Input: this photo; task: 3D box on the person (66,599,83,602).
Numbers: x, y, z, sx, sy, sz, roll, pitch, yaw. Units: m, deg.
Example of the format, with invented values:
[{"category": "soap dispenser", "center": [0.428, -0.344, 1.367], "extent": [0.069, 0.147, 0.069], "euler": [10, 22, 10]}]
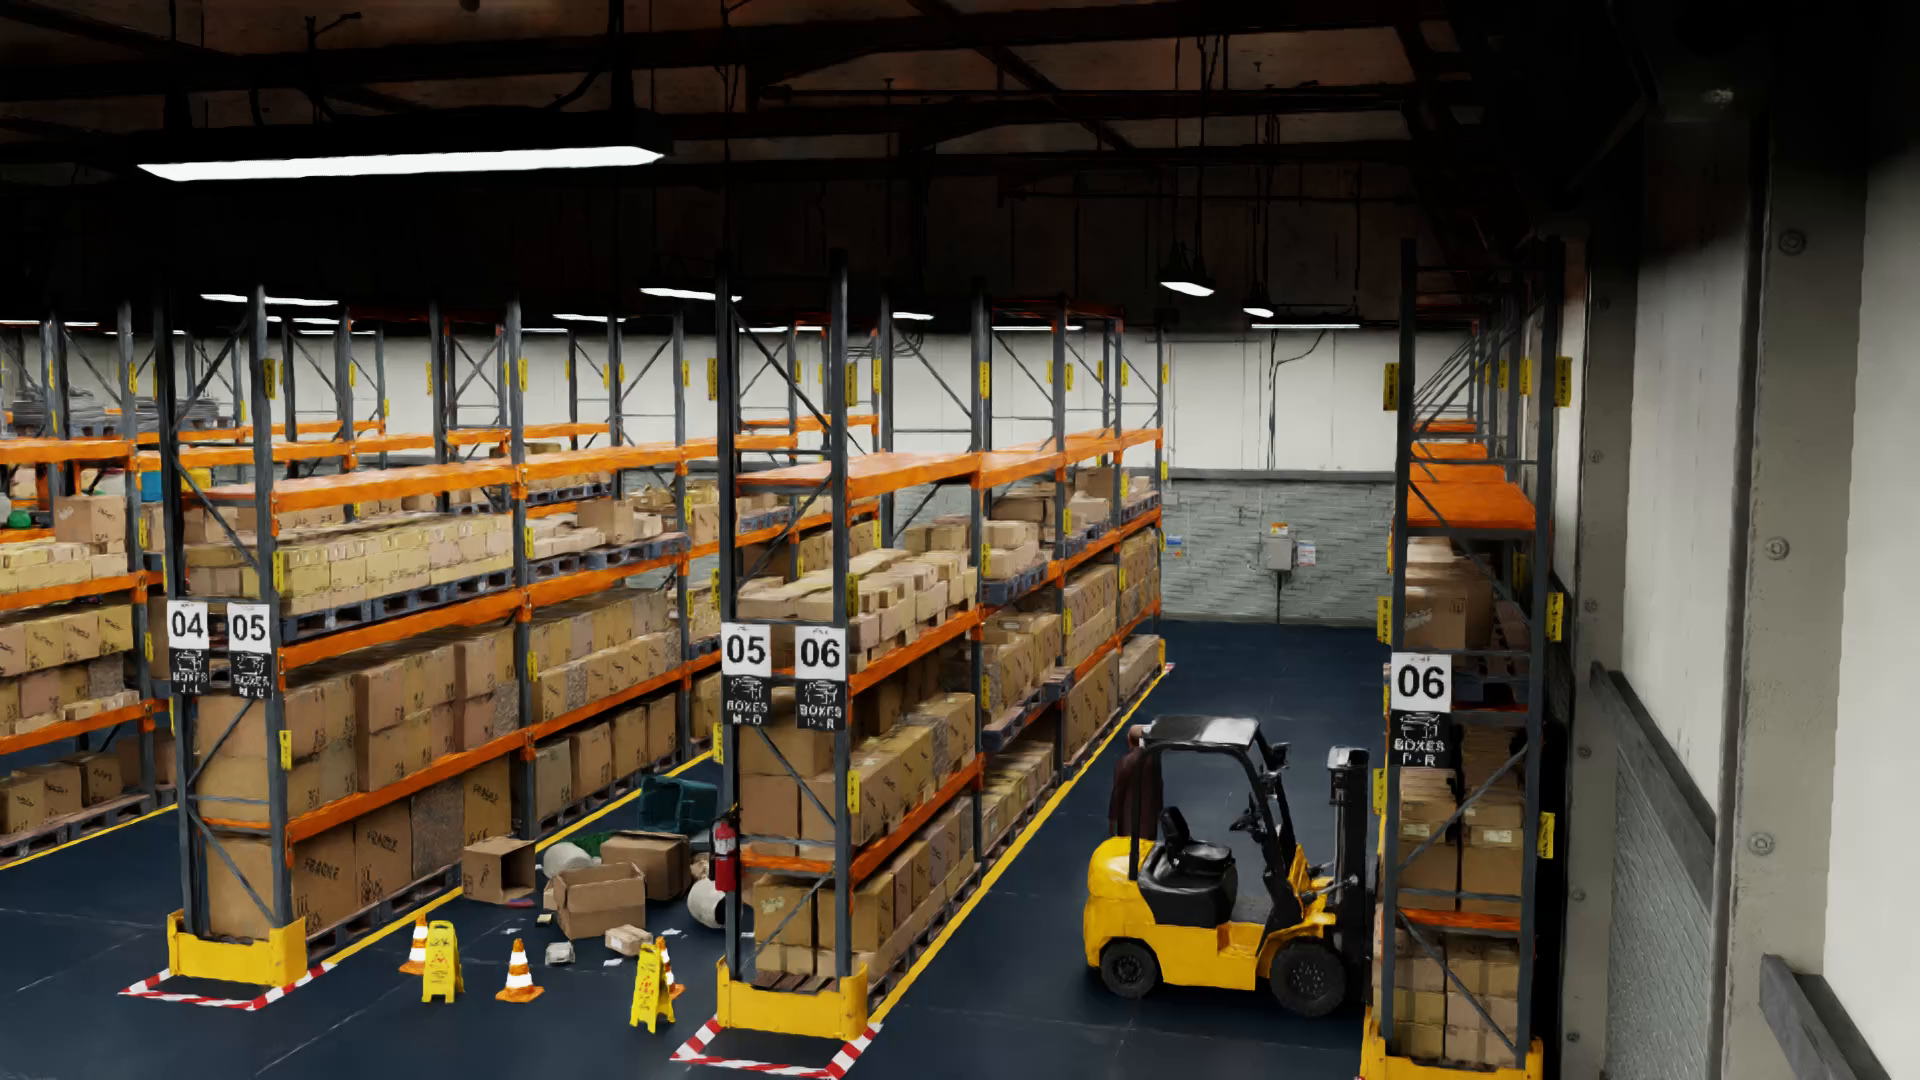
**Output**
[{"category": "person", "center": [-14.319, 1.486, 26.908], "extent": [0.556, 1.659, 0.597], "euler": [6, 8, 43]}]

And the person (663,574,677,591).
[{"category": "person", "center": [-4.933, 1.355, 28.405], "extent": [0.495, 1.587, 1.086], "euler": [2, 6, 17]}]

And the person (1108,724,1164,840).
[{"category": "person", "center": [1.637, 2.605, 15.723], "extent": [0.678, 1.773, 0.630], "euler": [-6, 8, -44]}]
